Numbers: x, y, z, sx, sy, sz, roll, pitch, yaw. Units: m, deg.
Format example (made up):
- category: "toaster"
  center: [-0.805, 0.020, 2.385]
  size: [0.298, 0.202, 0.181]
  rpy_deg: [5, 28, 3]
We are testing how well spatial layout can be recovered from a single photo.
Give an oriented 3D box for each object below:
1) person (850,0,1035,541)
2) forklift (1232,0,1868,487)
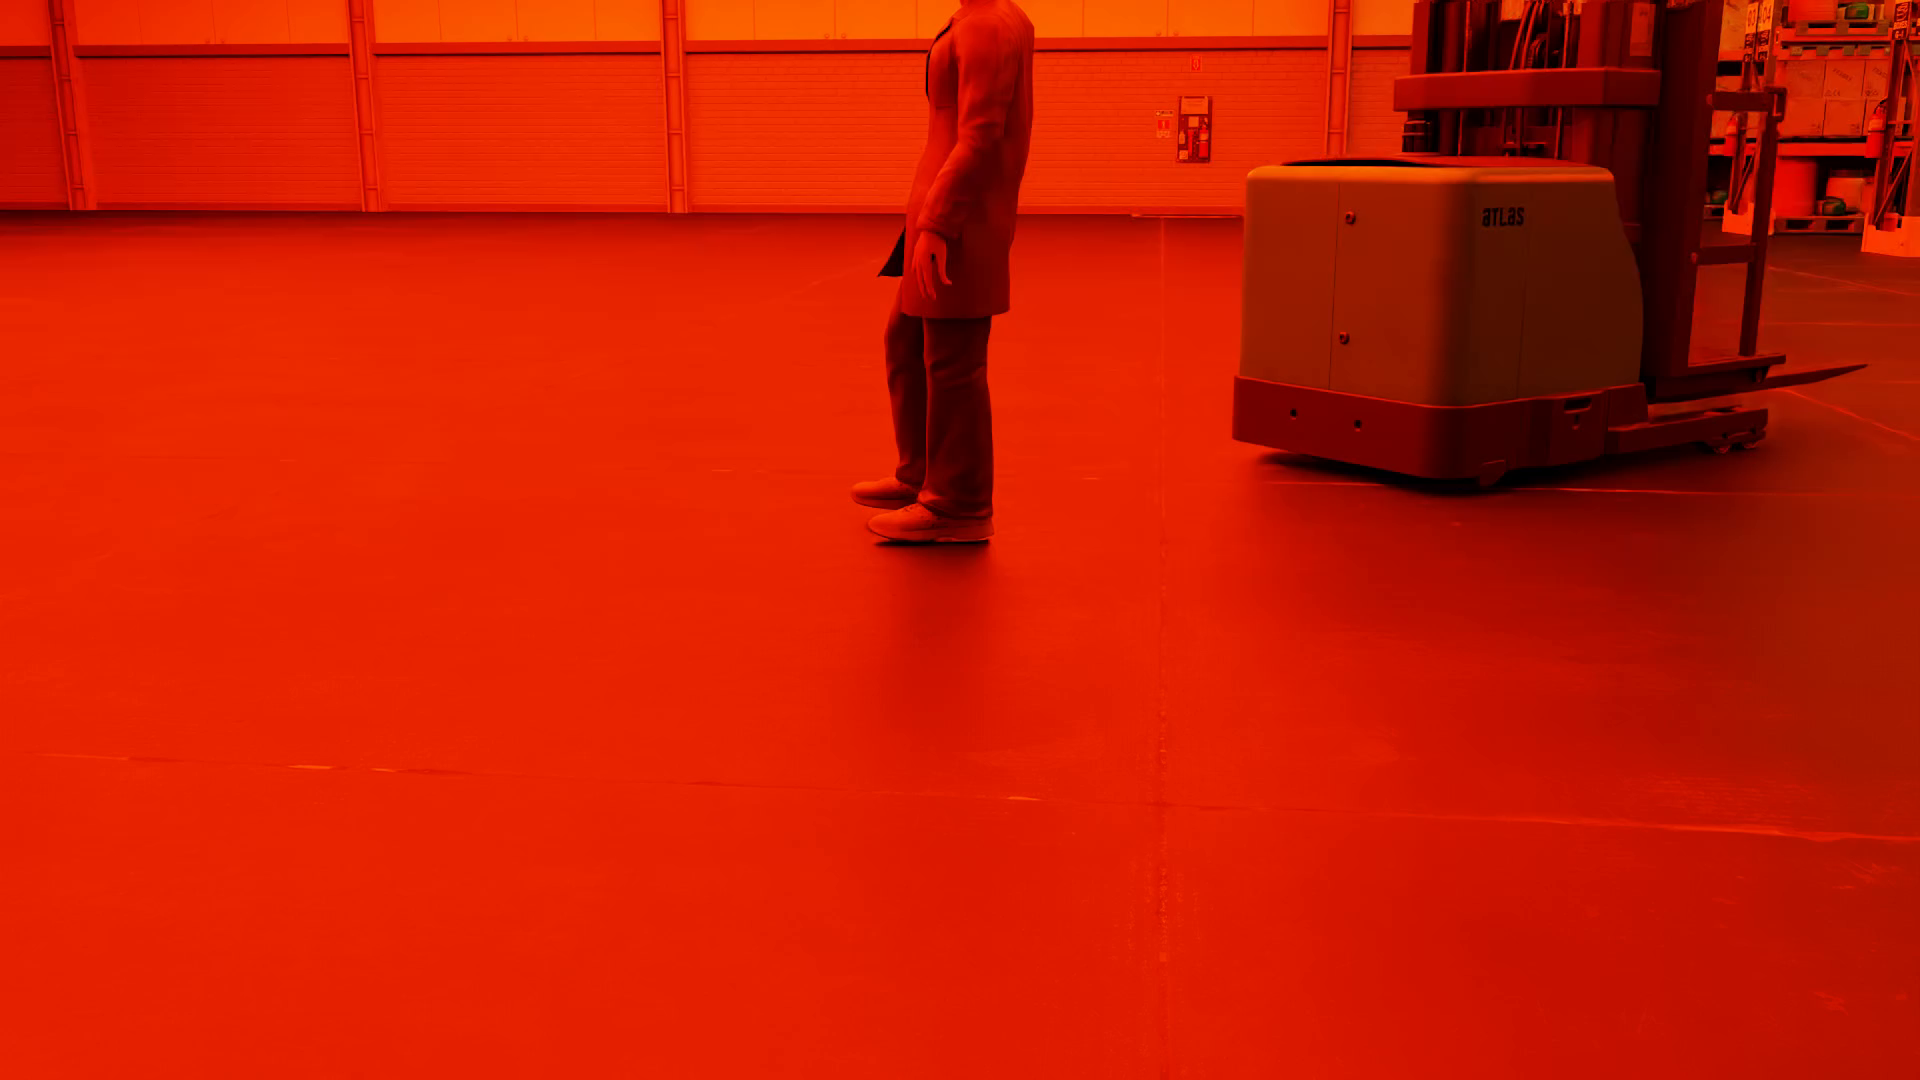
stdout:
- category: "person"
  center: [-0.090, -0.876, 4.758]
  size: [0.583, 1.775, 0.696]
  rpy_deg: [2, 13, 7]
- category: "forklift"
  center: [2.526, -1.843, 6.389]
  size: [3.031, 2.935, 1.130]
  rpy_deg: [-9, 16, -34]
